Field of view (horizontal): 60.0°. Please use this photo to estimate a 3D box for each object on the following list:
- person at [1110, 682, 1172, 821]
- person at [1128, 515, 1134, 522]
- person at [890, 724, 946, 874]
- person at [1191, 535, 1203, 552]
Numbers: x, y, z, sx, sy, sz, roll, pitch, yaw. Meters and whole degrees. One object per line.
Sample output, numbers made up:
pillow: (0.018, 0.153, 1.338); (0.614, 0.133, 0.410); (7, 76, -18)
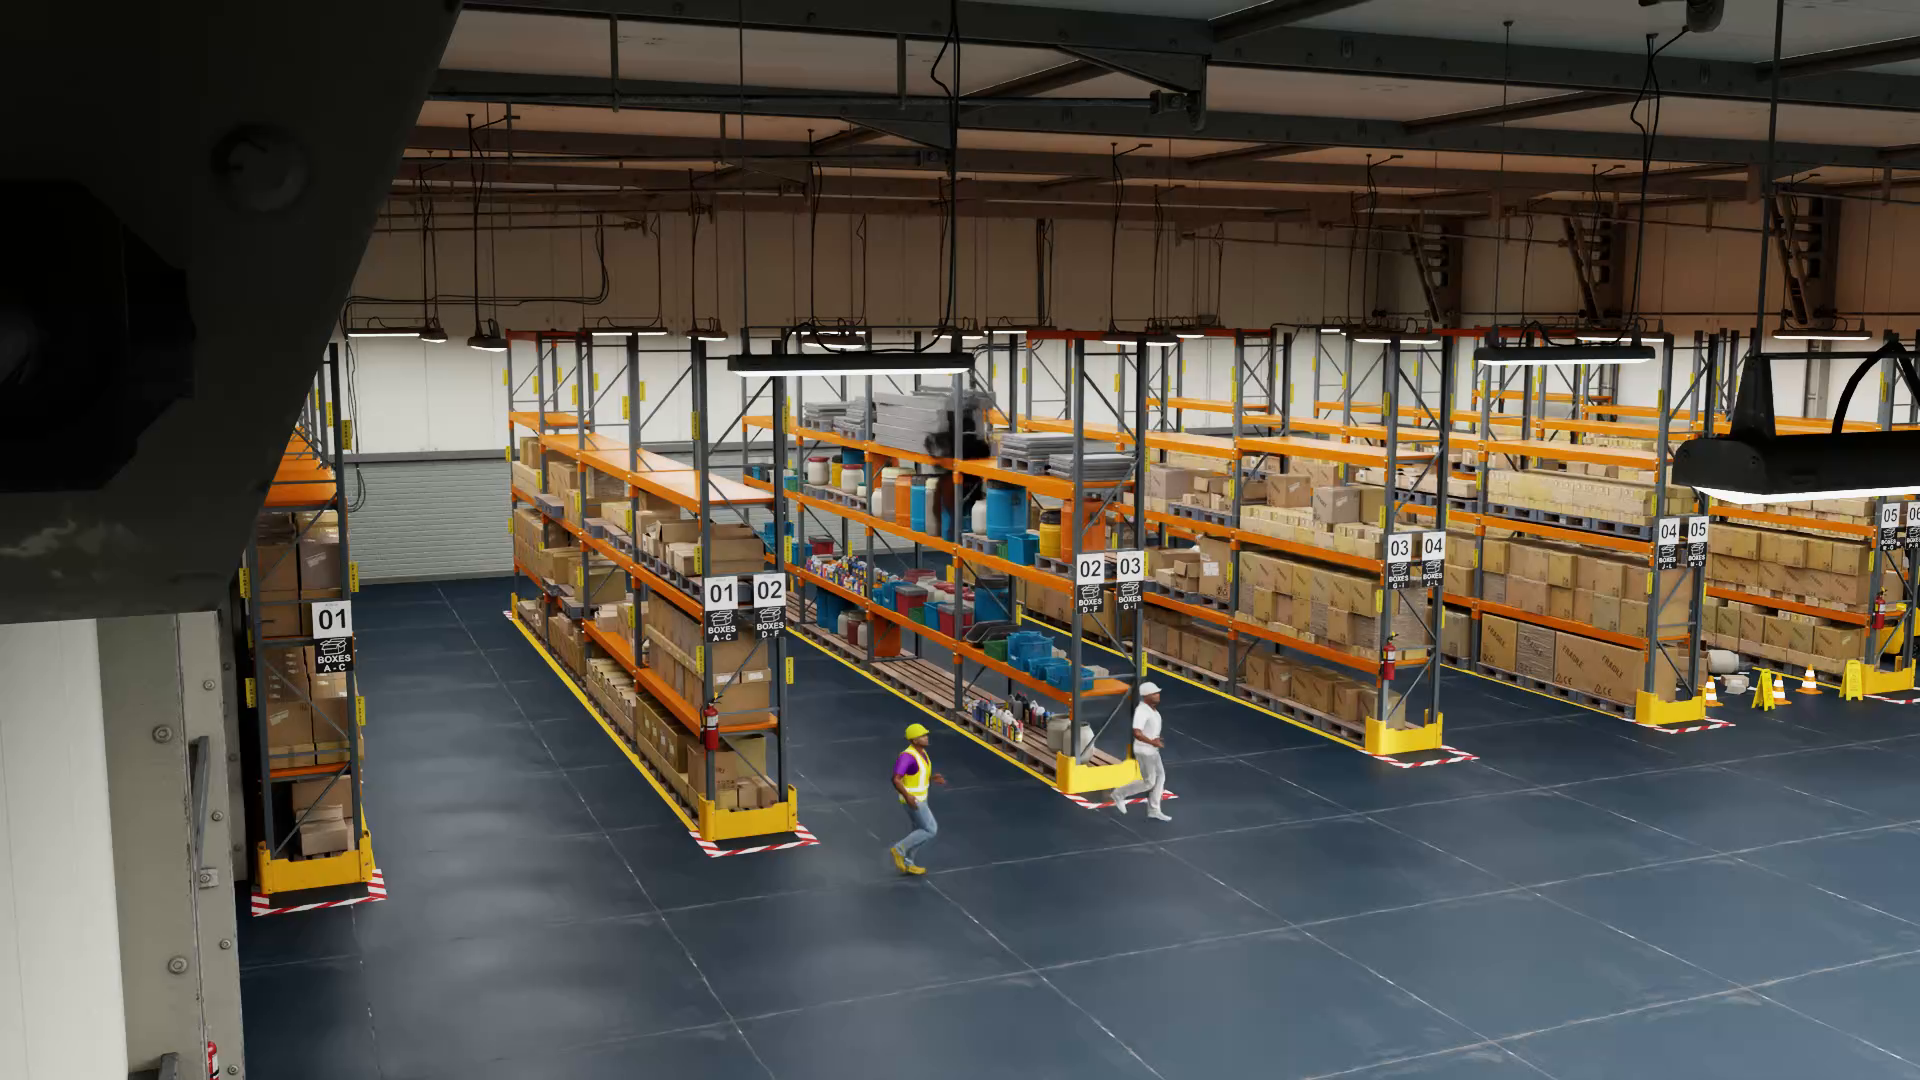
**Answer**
person: (2.280, 2.648, 20.851); (0.783, 1.772, 0.721); (1, 8, 7)
person: (4.330, -0.095, 41.567); (0.482, 1.564, 0.626); (-4, 9, -26)
person: (-0.469, 2.925, 18.841); (0.599, 1.730, 0.682); (1, 8, 8)
person: (5.143, 0.689, 35.627); (0.603, 1.618, 0.571); (-3, 8, -24)
